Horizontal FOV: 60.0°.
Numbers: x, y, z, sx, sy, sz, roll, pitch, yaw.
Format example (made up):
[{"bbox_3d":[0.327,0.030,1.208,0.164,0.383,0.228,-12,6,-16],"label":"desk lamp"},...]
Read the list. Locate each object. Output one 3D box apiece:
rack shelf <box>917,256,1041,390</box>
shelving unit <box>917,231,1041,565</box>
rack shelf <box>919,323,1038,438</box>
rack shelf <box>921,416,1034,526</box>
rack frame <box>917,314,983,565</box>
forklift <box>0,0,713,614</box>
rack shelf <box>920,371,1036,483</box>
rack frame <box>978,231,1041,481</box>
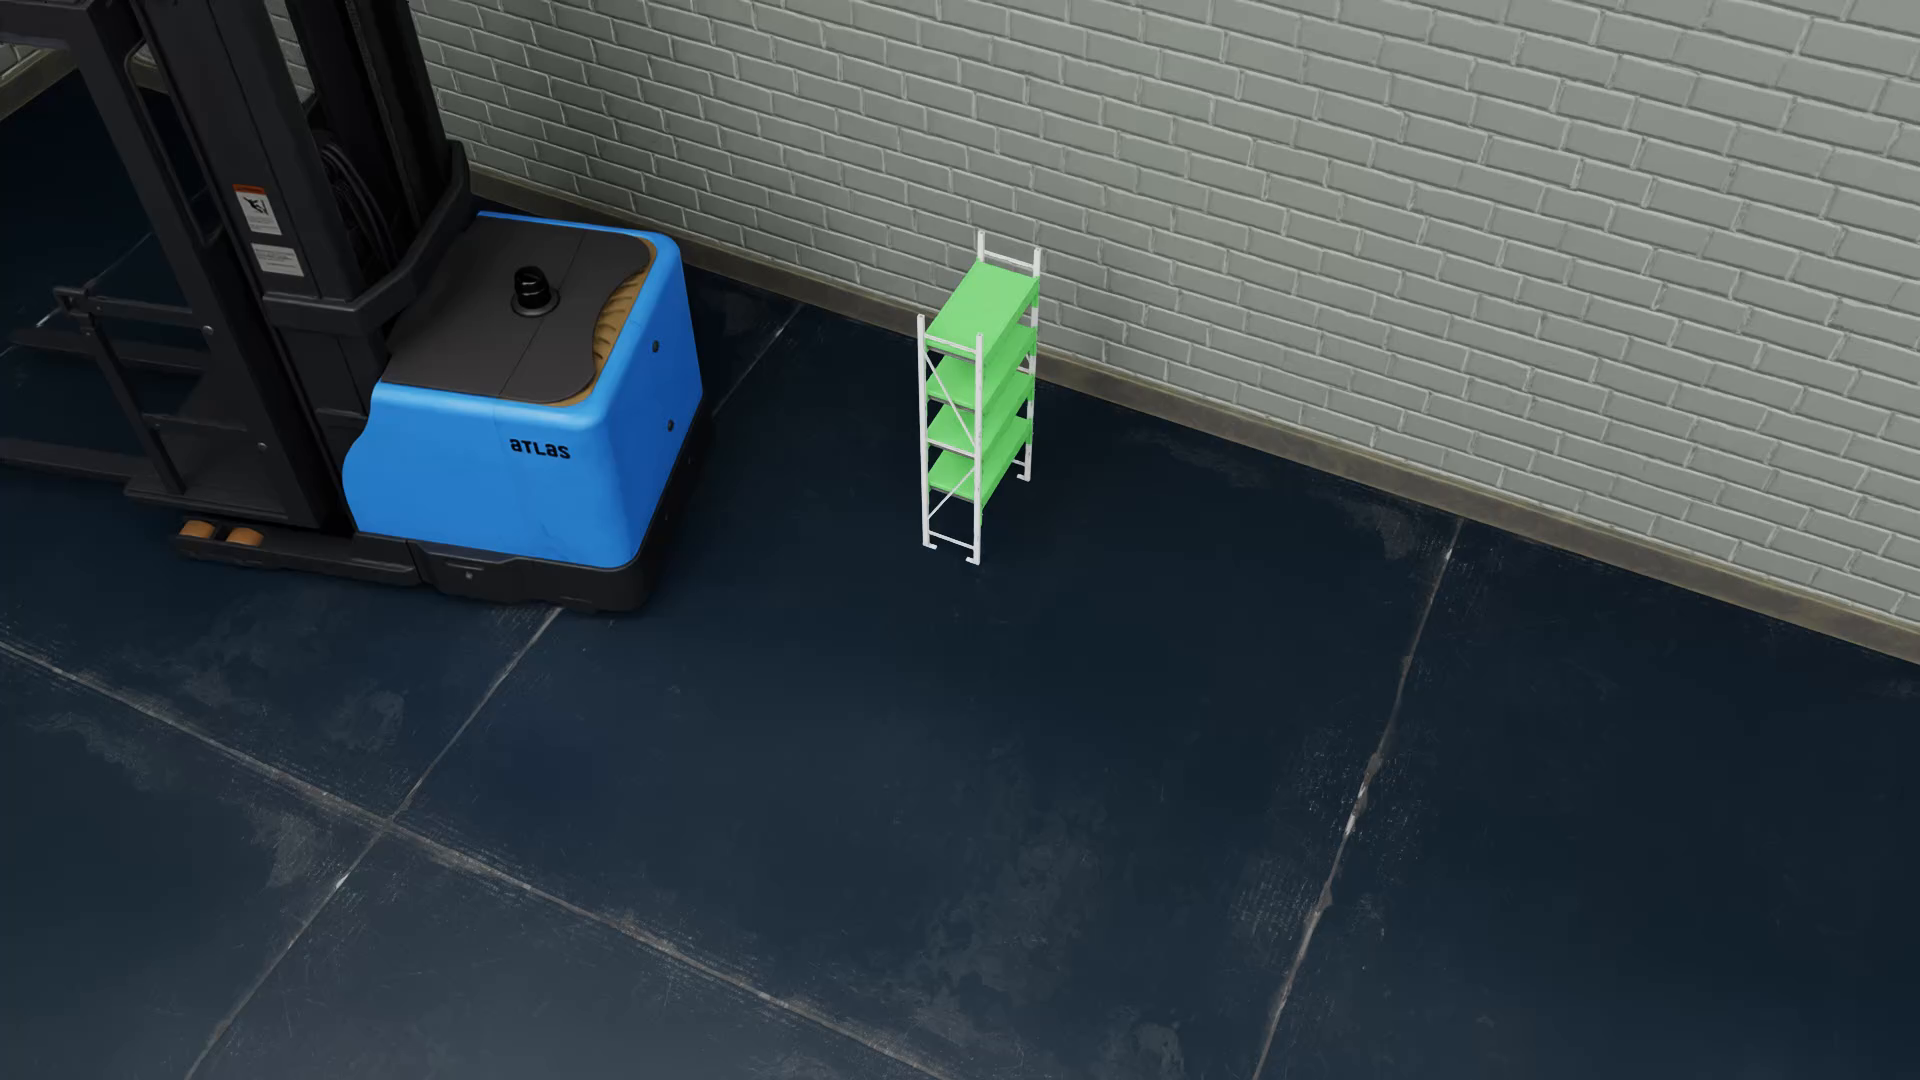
[{"bbox_3d":[0.071,-0.772,5.888,0.258,0.148,0.480,20,52,16],"label":"rack shelf"},{"bbox_3d":[0.071,-0.503,6.205,0.258,1.200,0.503,20,52,16],"label":"shelving unit"},{"bbox_3d":[0.071,-0.617,6.071,0.258,0.148,0.480,20,52,16],"label":"rack shelf"},{"bbox_3d":[0.071,-0.306,6.437,0.258,0.148,0.480,20,52,16],"label":"rack shelf"},{"bbox_3d":[-0.034,-0.335,6.062,0.240,1.200,0.015,20,52,16],"label":"rack frame"},{"bbox_3d":[-2.583,-1.229,5.686,3.031,2.935,1.130,8,50,7],"label":"forklift"},{"bbox_3d":[0.071,-0.461,6.254,0.258,0.148,0.480,20,52,16],"label":"rack shelf"},{"bbox_3d":[0.175,-0.671,6.348,0.240,1.200,0.015,20,52,16],"label":"rack frame"}]
